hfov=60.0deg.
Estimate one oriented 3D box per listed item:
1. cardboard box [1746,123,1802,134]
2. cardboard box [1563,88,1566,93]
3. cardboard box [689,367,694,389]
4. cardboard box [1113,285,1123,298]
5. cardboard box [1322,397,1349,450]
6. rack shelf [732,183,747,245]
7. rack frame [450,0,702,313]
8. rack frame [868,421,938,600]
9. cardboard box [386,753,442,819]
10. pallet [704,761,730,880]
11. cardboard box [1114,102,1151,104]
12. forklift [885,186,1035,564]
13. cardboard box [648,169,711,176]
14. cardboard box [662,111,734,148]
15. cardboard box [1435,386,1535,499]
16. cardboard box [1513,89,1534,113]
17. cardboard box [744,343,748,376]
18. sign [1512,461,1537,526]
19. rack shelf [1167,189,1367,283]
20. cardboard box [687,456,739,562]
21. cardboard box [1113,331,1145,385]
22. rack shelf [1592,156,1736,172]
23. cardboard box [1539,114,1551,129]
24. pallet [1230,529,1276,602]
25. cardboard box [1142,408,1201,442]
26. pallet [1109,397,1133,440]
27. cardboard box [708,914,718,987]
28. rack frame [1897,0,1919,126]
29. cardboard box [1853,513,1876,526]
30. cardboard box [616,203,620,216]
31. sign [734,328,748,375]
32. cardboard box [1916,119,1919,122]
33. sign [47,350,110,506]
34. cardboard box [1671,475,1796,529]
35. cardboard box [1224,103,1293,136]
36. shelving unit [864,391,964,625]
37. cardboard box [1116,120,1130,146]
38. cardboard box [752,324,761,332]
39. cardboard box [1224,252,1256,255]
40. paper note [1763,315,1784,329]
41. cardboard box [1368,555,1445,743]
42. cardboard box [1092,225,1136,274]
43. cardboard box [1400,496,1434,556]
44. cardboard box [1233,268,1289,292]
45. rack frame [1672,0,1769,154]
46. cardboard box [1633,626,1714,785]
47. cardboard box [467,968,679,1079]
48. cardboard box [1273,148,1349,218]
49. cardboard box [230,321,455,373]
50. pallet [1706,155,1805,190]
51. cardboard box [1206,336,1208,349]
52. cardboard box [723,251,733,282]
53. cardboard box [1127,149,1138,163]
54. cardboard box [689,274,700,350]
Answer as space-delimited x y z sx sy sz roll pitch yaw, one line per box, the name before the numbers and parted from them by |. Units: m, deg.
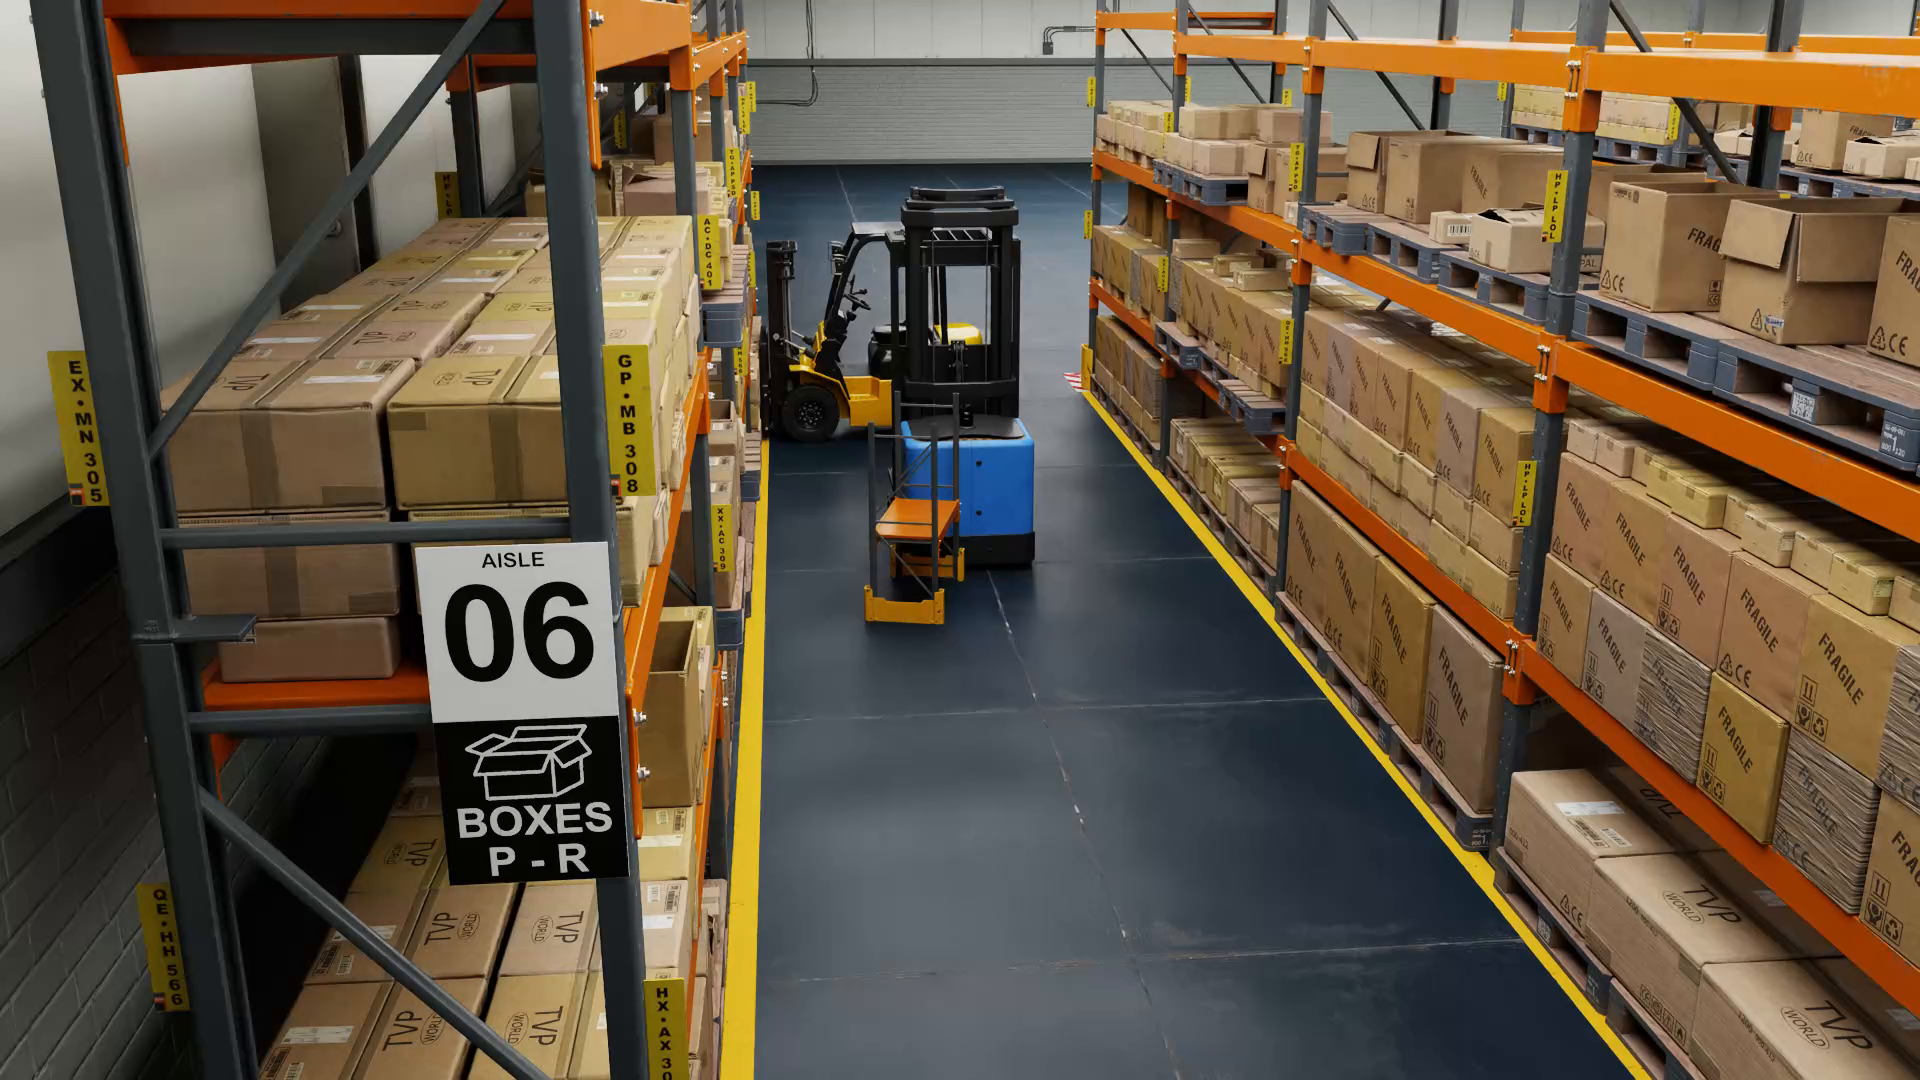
cardboard box | 7.607 -3.699 15.327 0.500 0.250 0.500 -2 17 -5
cardboard box | 6.810 -4.941 18.119 0.380 0.149 0.250 -2 18 -6
cardboard box | -1.297 -0.716 6.863 0.380 0.149 0.250 -2 18 -6
cardboard box | 1.906 -2.769 18.409 0.380 0.149 0.250 -1 17 -4
cardboard box | 2.733 -0.777 11.059 0.500 0.250 0.500 -1 17 -4
rack shelf | -2.269 -2.452 13.172 1.077 0.370 4.000 -2 18 -6
rack frame | -1.650 -2.438 6.921 1.000 3.000 0.127 -2 18 -6
rack frame | -0.409 -0.119 12.051 0.500 1.500 0.032 3 18 8
cardboard box | -1.701 0.959 5.868 0.500 0.250 0.500 -2 18 -6
pallet | -1.772 1.513 9.005 1.003 0.211 1.213 -2 18 -6
cardboard box | 1.925 -4.811 18.573 0.380 0.149 0.250 -2 18 -6
forklift | -0.066 -1.586 14.336 1.130 2.935 3.031 -2 18 -6
cardboard box | -1.733 -2.207 10.280 0.380 0.149 0.250 -2 18 -7
cardboard box | -2.000 -3.021 12.751 0.500 0.500 0.500 -1 17 -4
cardboard box | 2.930 -0.535 9.036 0.500 0.500 0.500 -1 17 -5
cardboard box | 6.757 -5.087 19.250 0.500 0.250 0.500 -2 18 -6
cardboard box | -2.106 -1.596 14.505 0.500 0.250 0.500 -2 18 -6
sign | 2.748 -0.226 8.087 0.100 0.325 0.005 -2 18 -6
rack shelf | 2.668 -2.606 13.664 1.077 0.370 4.000 -2 18 -6
cardboard box | -1.531 -0.130 8.714 0.700 0.500 0.500 -2 17 -5
cardboard box | 1.962 -1.991 18.148 0.500 0.500 0.500 -1 17 -5
rack shelf | 7.169 -3.981 18.043 1.077 0.370 4.000 -2 18 -6
cardboard box | 6.758 -4.710 18.716 0.380 0.149 0.250 -2 18 -5
pallet | 2.795 0.175 13.267 1.003 0.211 1.213 -2 18 -6
cardboard box | 2.133 -1.170 16.787 0.500 0.250 0.500 -1 17 -3
pallet | 2.228 -1.347 18.115 1.003 0.211 1.213 -2 18 -6
cardboard box | -1.264 1.791 7.327 0.396 0.266 0.258 -1 17 -4
rack frame | 11.906 -6.474 19.776 1.000 3.000 0.127 -2 18 -6
cardboard box | 3.704 -0.100 6.569 0.380 0.149 0.250 -2 18 -7
cardboard box | -1.898 -1.591 8.285 0.380 0.149 0.250 -1 17 -4
sign | -1.524 -1.302 11.516 0.100 0.325 0.005 -2 18 -6
cardboard box | 11.705 -5.073 19.904 0.380 0.149 0.250 -2 18 -6
sign | -1.792 -0.227 3.406 0.100 0.325 0.005 -2 18 -6
cardboard box | 3.135 -0.156 6.748 0.380 0.149 0.250 -2 18 -7
cardboard box | 2.648 -3.744 14.801 0.500 0.250 0.500 -1 17 -4
shelving unit | -0.334 -0.267 12.522 0.587 1.500 1.083 3 18 8
cardboard box | 1.956 -4.346 17.758 0.500 0.250 0.500 -1 17 -4
cardboard box | -2.472 -2.237 18.516 0.500 0.250 0.500 -1 17 -5
cardboard box | 2.738 -2.374 15.365 0.500 0.500 0.500 -2 18 -7
paper note | 2.904 -0.780 5.939 0.006 0.032 0.123 -2 18 -6
cardboard box | 3.042 0.632 10.004 0.875 0.875 0.875 -1 17 -4
cardboard box | 1.822 -3.346 19.163 0.500 0.500 0.500 -2 18 -6
cardboard box | 2.905 -0.088 9.699 0.500 0.250 0.500 -2 18 -7
cardboard box | 2.425 -2.101 13.413 0.380 0.149 0.250 -3 18 -8
rack frame | 7.375 -5.159 15.588 1.000 3.000 0.127 -2 18 -6
cardboard box | 3.167 0.668 6.875 0.500 0.500 0.500 -2 18 -5
cardboard box | -1.016 1.402 4.458 0.500 0.250 0.500 -2 18 -5
cardboard box | 2.786 -2.684 12.544 0.700 0.500 0.500 -2 18 -6
cardboard box | -1.614 -0.403 4.365 0.500 0.250 0.500 -2 18 -7
pallet | 7.518 -3.365 15.201 0.805 0.209 1.217 -2 18 -8
cardboard box | 2.335 -1.712 14.340 0.380 0.149 0.250 -2 18 -5
cardboard box | -1.277 -1.315 7.902 0.380 0.149 0.250 -2 17 -5
cardboard box | 1.965 -4.046 17.469 0.380 0.149 0.250 -2 18 -7
cardboard box | -1.351 -0.942 6.915 0.500 0.250 0.500 -2 18 -5
